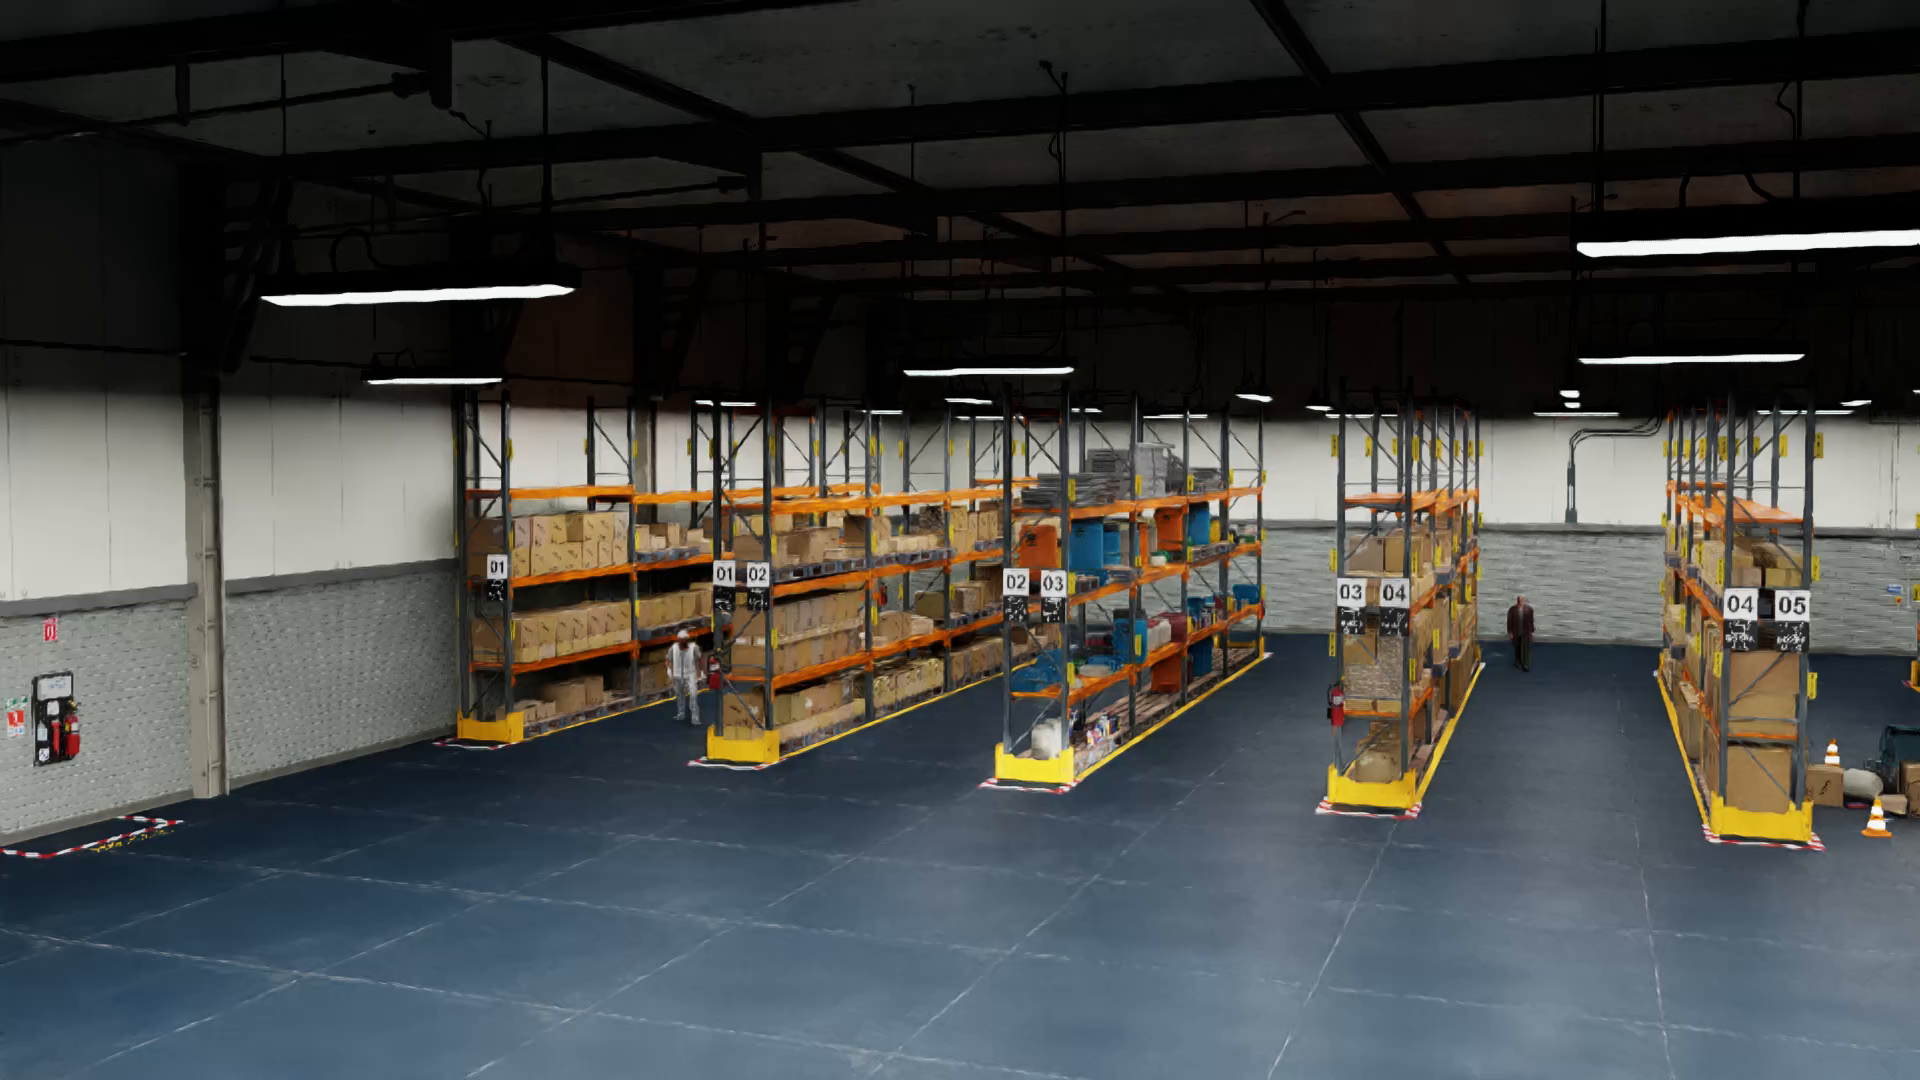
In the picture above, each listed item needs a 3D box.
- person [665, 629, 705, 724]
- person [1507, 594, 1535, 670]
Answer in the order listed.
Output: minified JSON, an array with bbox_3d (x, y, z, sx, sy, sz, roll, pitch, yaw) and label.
[{"bbox_3d":[-5.002,2.470,30.269,0.692,1.723,0.846,0,3,4],"label":"person"},{"bbox_3d":[12.682,2.060,37.620,0.598,1.693,1.193,1,3,22],"label":"person"}]
